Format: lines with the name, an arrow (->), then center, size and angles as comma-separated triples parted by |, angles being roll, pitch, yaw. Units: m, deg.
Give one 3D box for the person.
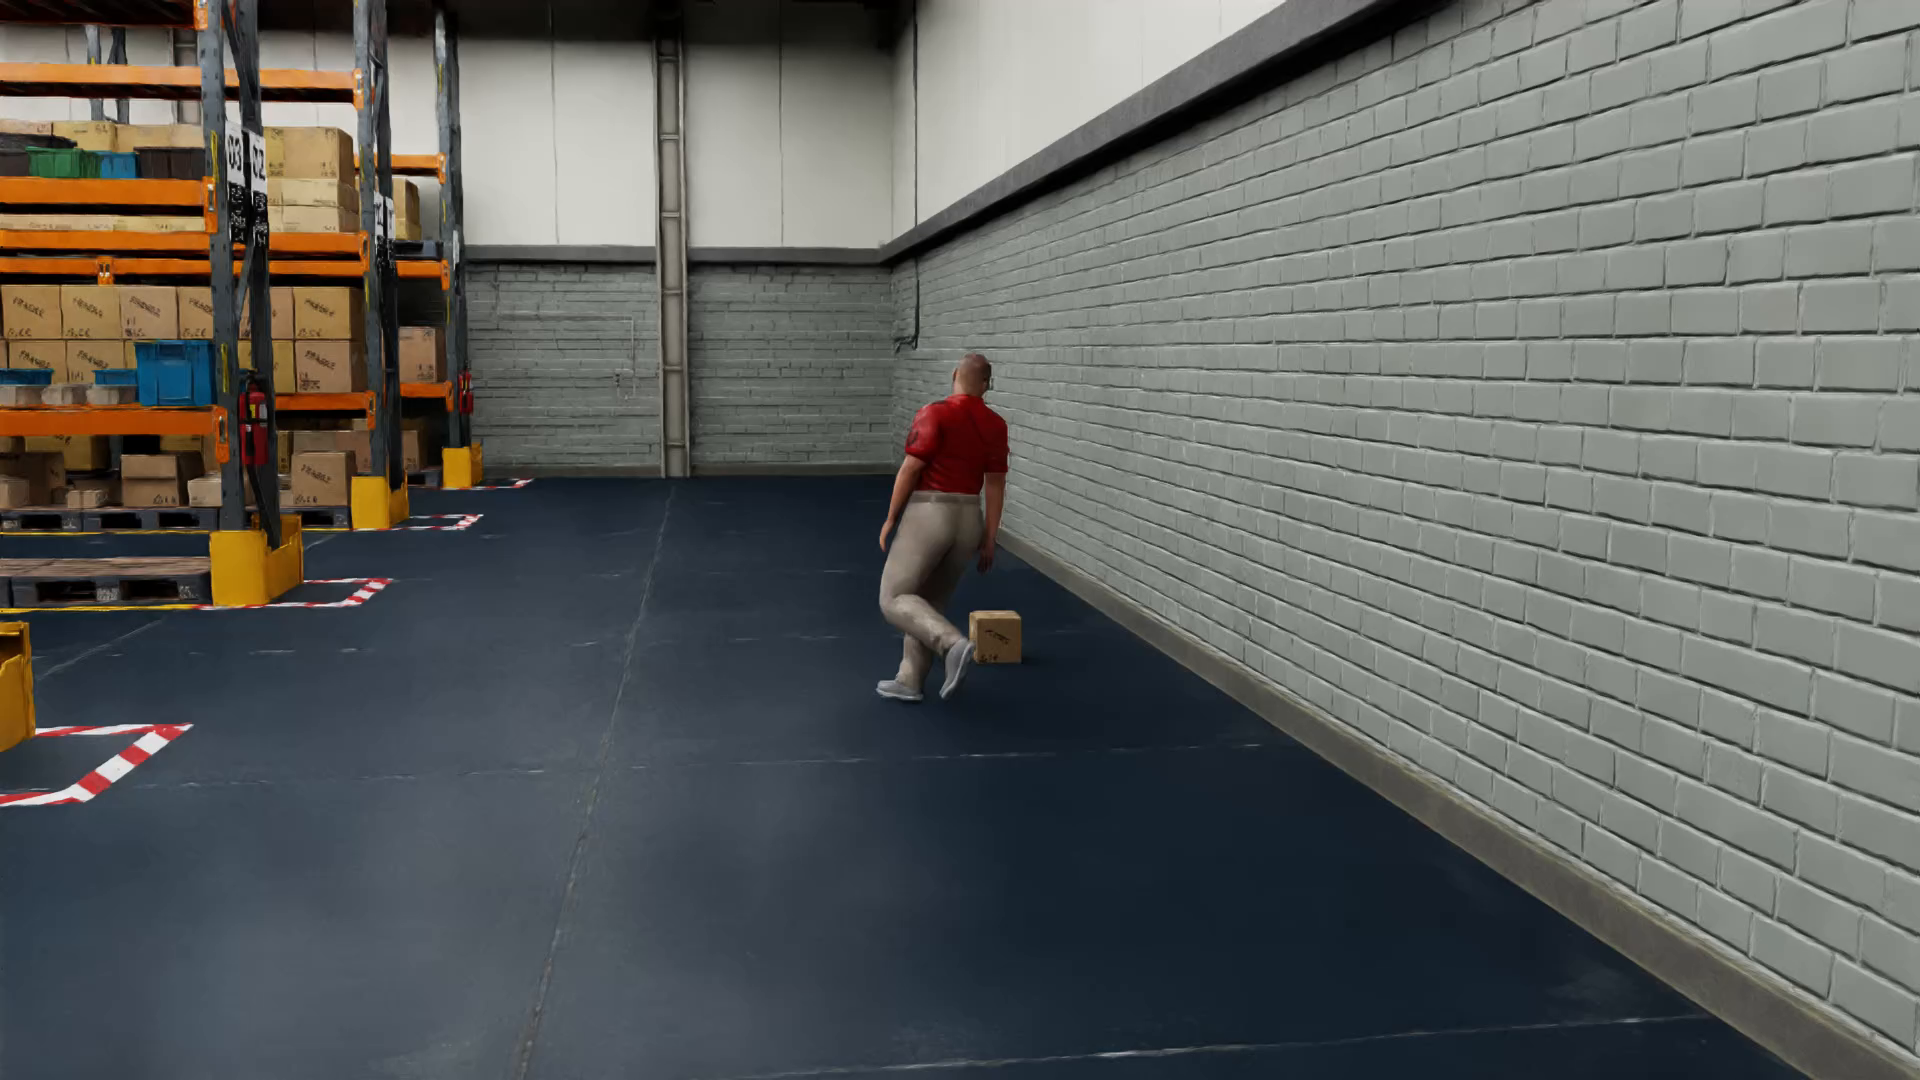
person -> -0.078, -0.051, 7.935 | 0.609, 1.672, 0.774 | -5, 8, -36
